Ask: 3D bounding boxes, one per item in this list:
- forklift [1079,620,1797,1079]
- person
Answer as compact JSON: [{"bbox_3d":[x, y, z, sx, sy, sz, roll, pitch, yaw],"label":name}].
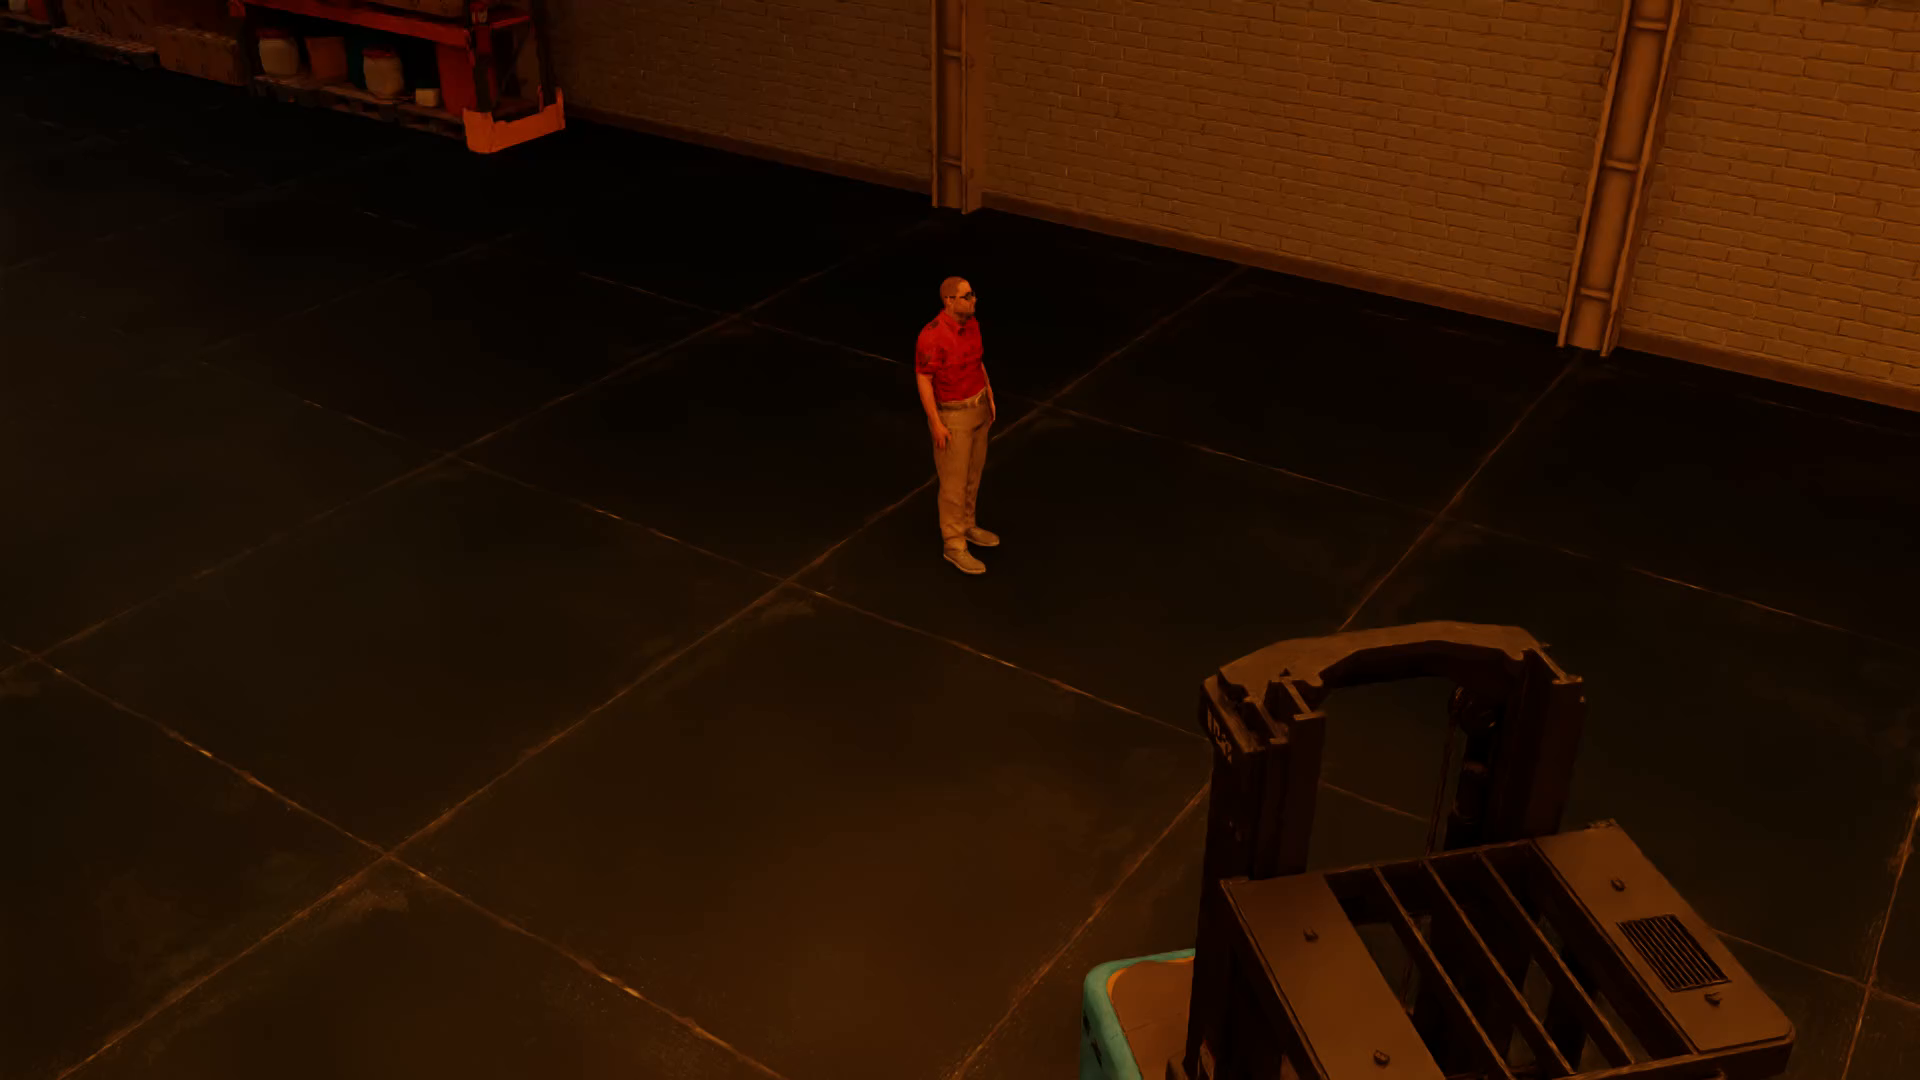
[{"bbox_3d":[1.232,1.815,4.455,1.130,2.935,3.031,-6,31,-11],"label":"forklift"},{"bbox_3d":[0.068,-0.724,10.010,0.550,1.727,0.640,19,35,29],"label":"person"}]
